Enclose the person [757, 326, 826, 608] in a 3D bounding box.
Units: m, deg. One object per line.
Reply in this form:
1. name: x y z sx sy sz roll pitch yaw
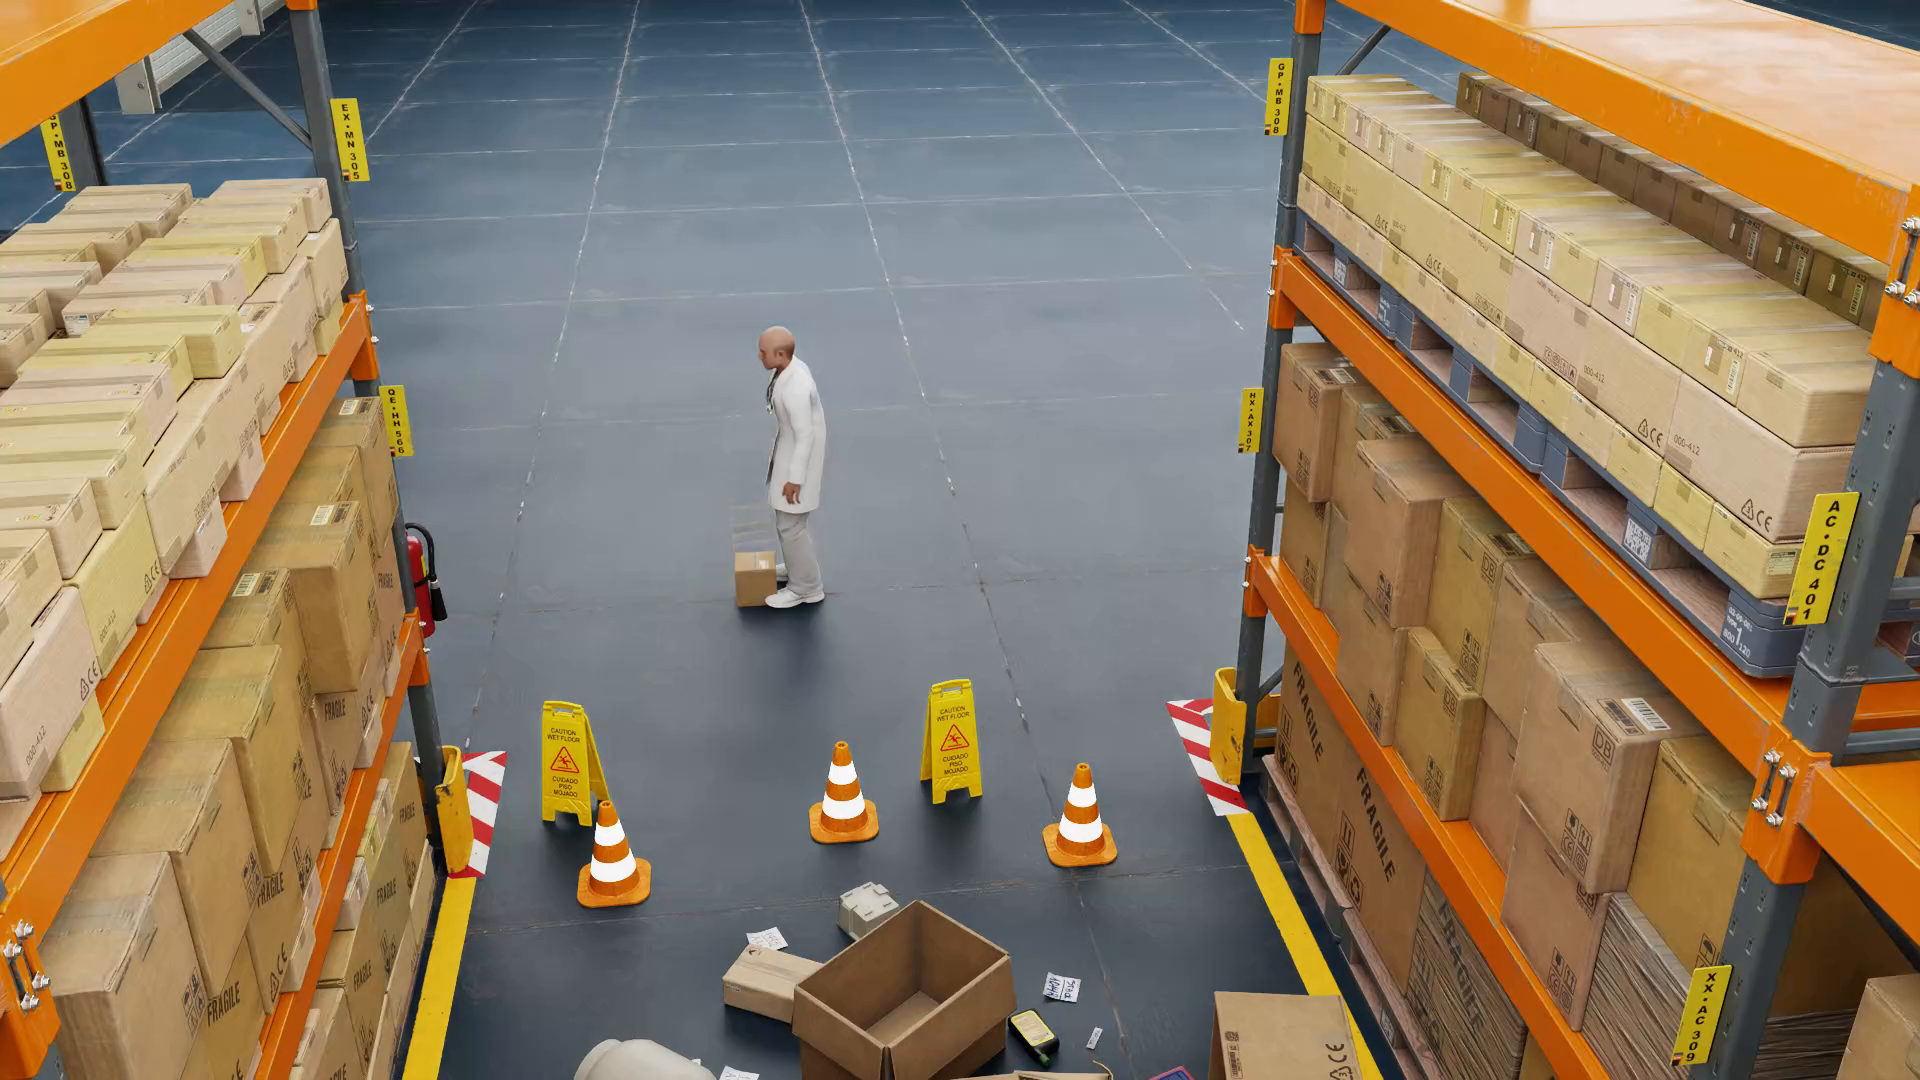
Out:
1. person: -1.018 -0.452 10.024 0.429 1.772 0.649 -5 27 -10
